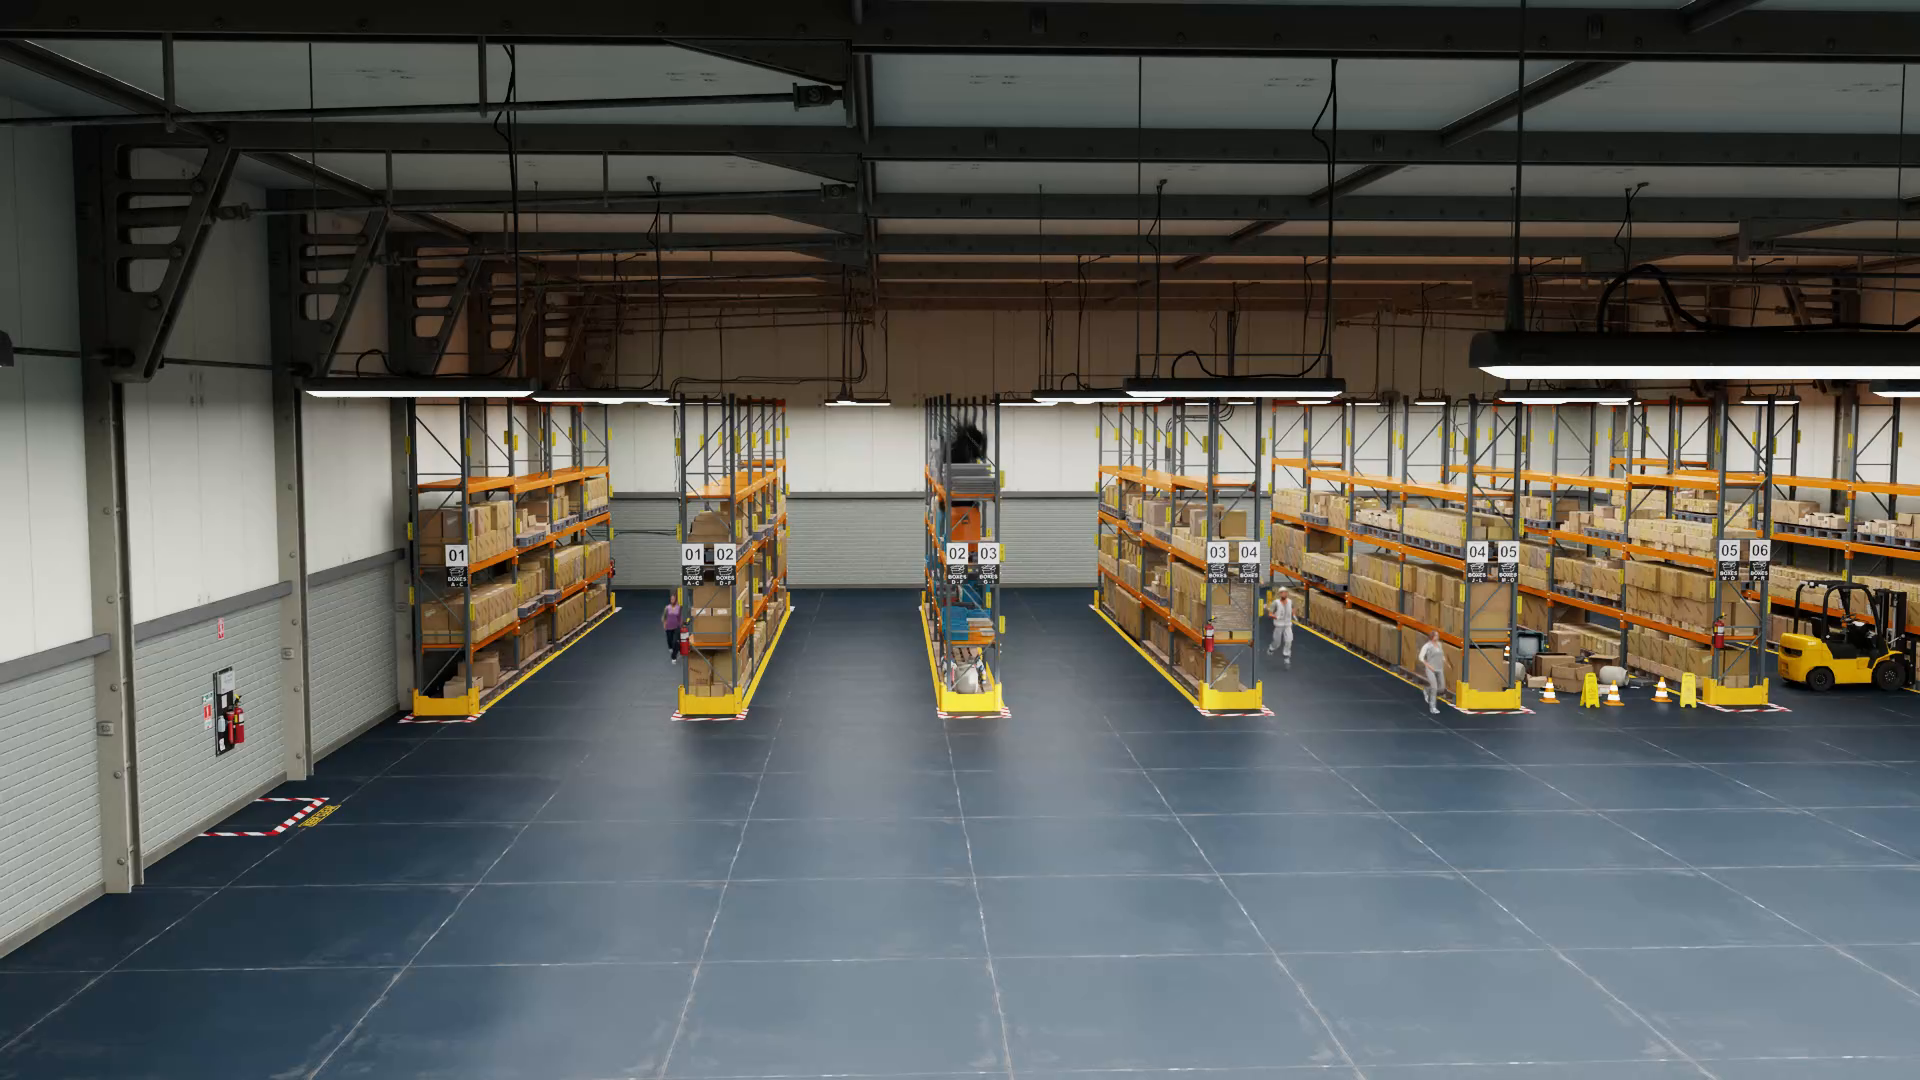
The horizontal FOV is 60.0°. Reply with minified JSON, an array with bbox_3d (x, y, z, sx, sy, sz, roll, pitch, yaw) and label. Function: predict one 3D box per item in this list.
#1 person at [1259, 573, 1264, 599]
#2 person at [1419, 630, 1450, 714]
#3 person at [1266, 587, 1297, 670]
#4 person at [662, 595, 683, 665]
[{"bbox_3d":[7.751,1.405,44.005,0.584,1.645,0.939,0,5,-6],"label":"person"},{"bbox_3d":[8.924,2.470,31.382,0.558,1.553,0.617,-2,5,-20],"label":"person"},{"bbox_3d":[7.121,1.924,36.794,0.659,1.794,0.991,-1,5,-9],"label":"person"},{"bbox_3d":[-6.436,2.001,37.391,0.537,1.558,0.549,-1,5,-10],"label":"person"}]
